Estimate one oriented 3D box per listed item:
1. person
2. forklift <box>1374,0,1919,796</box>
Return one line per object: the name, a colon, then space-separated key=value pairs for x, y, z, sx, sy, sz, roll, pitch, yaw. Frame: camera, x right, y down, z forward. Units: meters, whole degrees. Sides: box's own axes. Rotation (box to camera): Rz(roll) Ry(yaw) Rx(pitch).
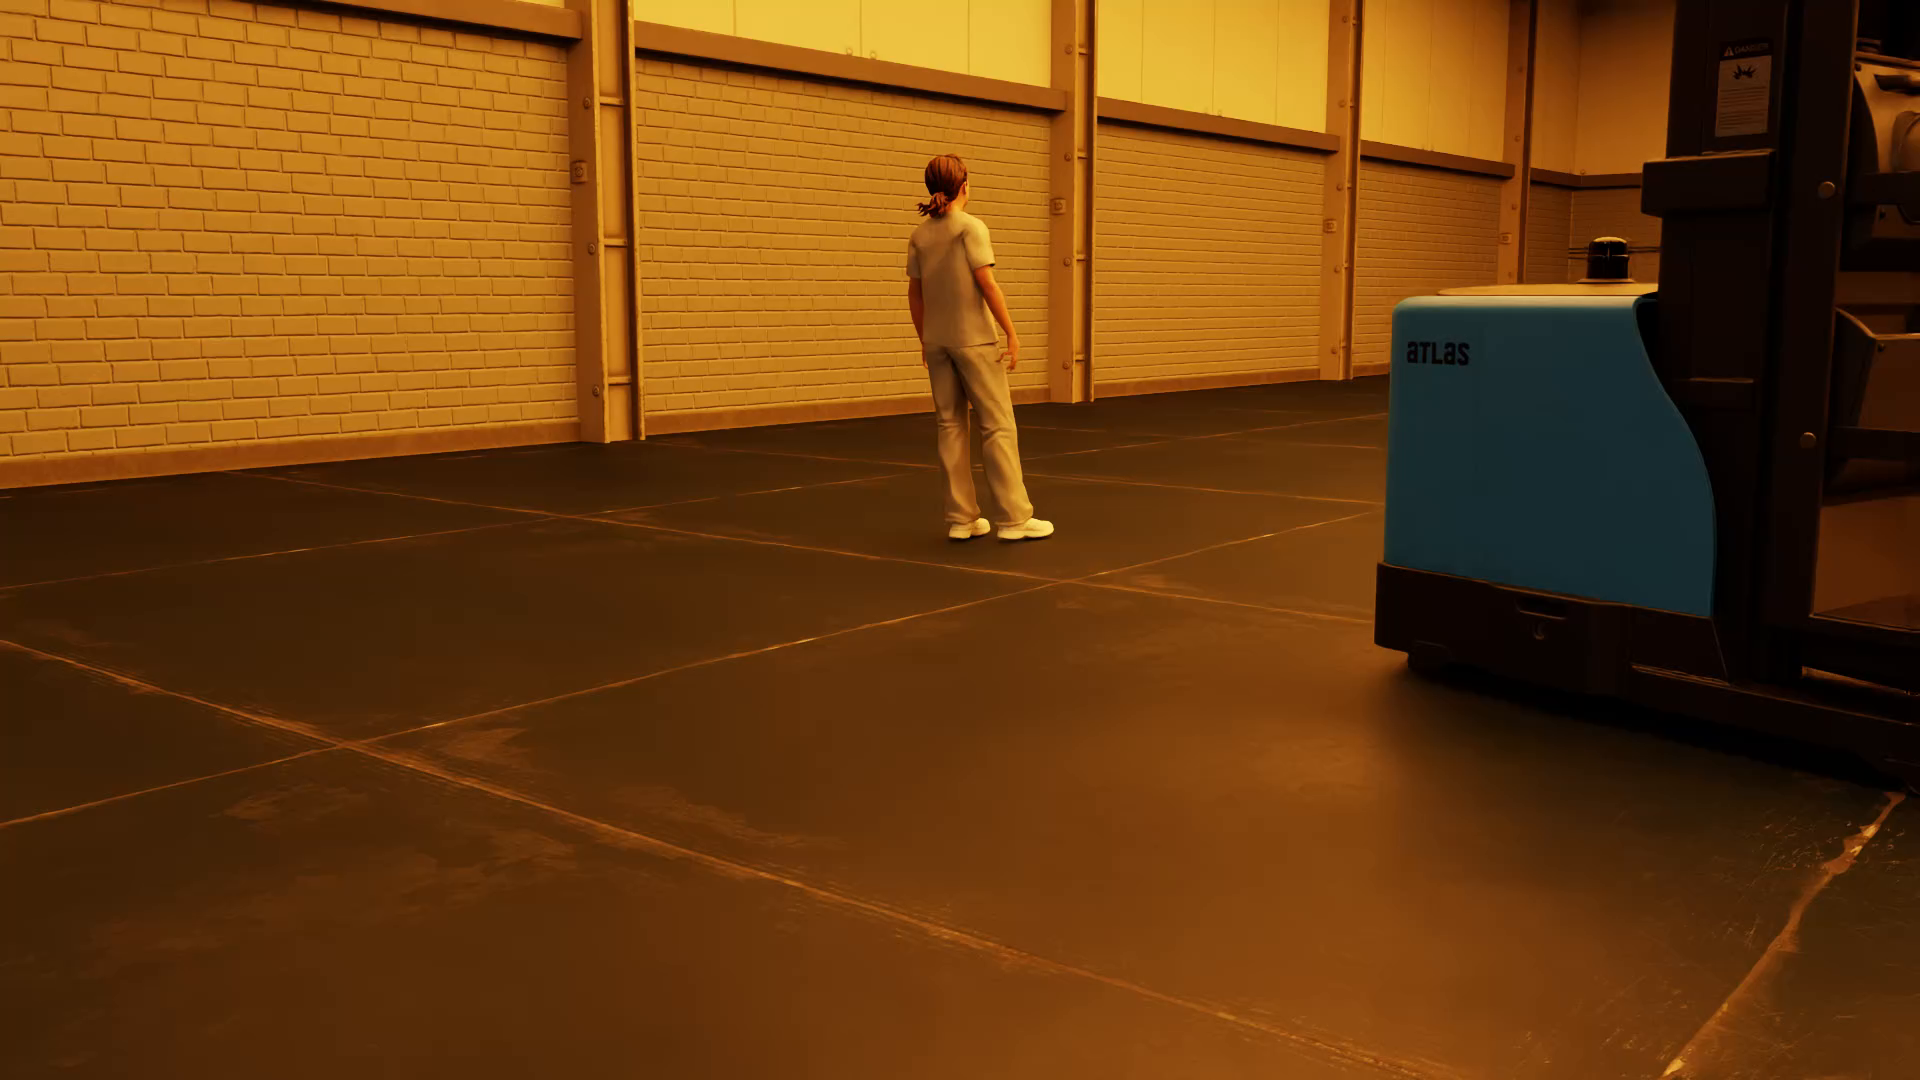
person: x=0.057 y=-0.844 z=7.331 sx=0.549 sy=1.673 sz=0.548 roll=7 pitch=11 yaw=38
forklift: x=2.475 y=-0.946 z=3.747 sx=1.130 sy=2.935 sz=3.031 roll=-6 pitch=10 yaw=-35
